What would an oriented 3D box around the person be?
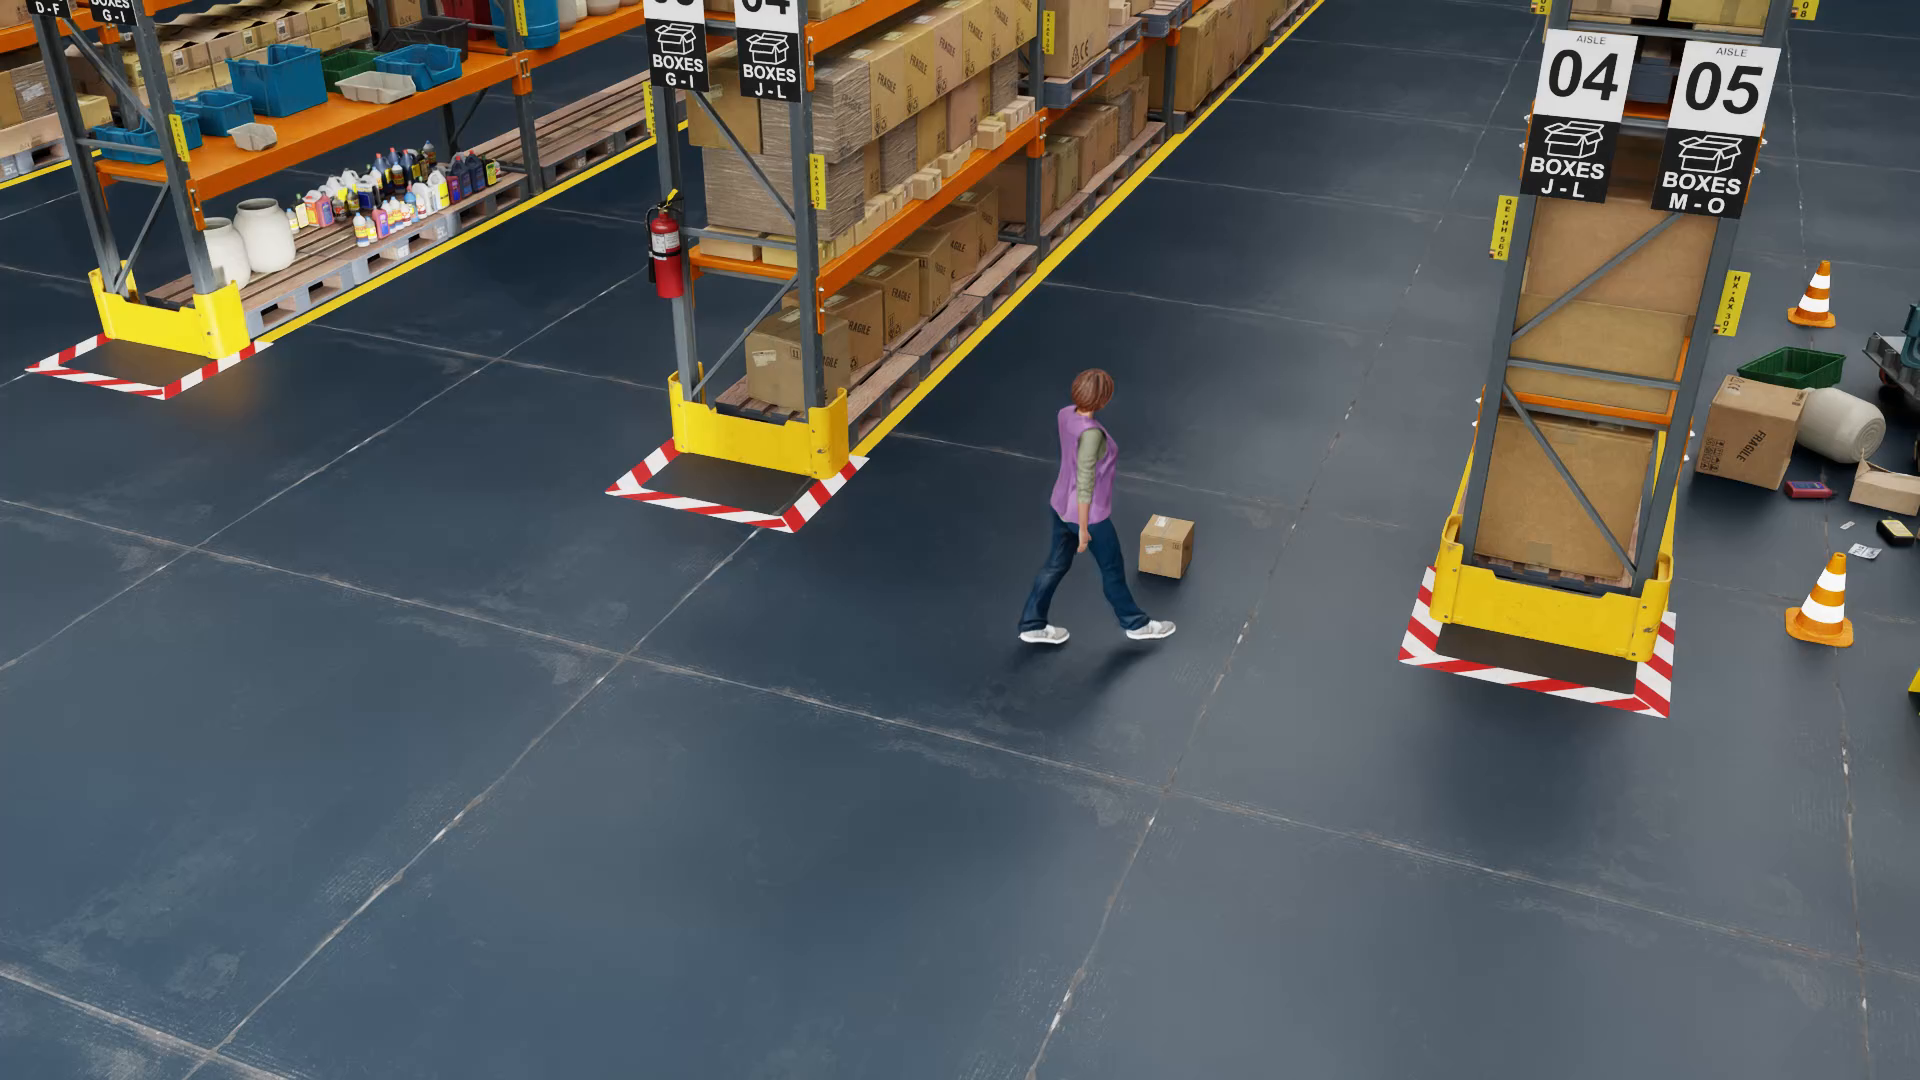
[{"bbox_3d":[0.711,-0.169,8.670,0.826,1.567,0.467,-11,32,-18],"label":"person"}]
